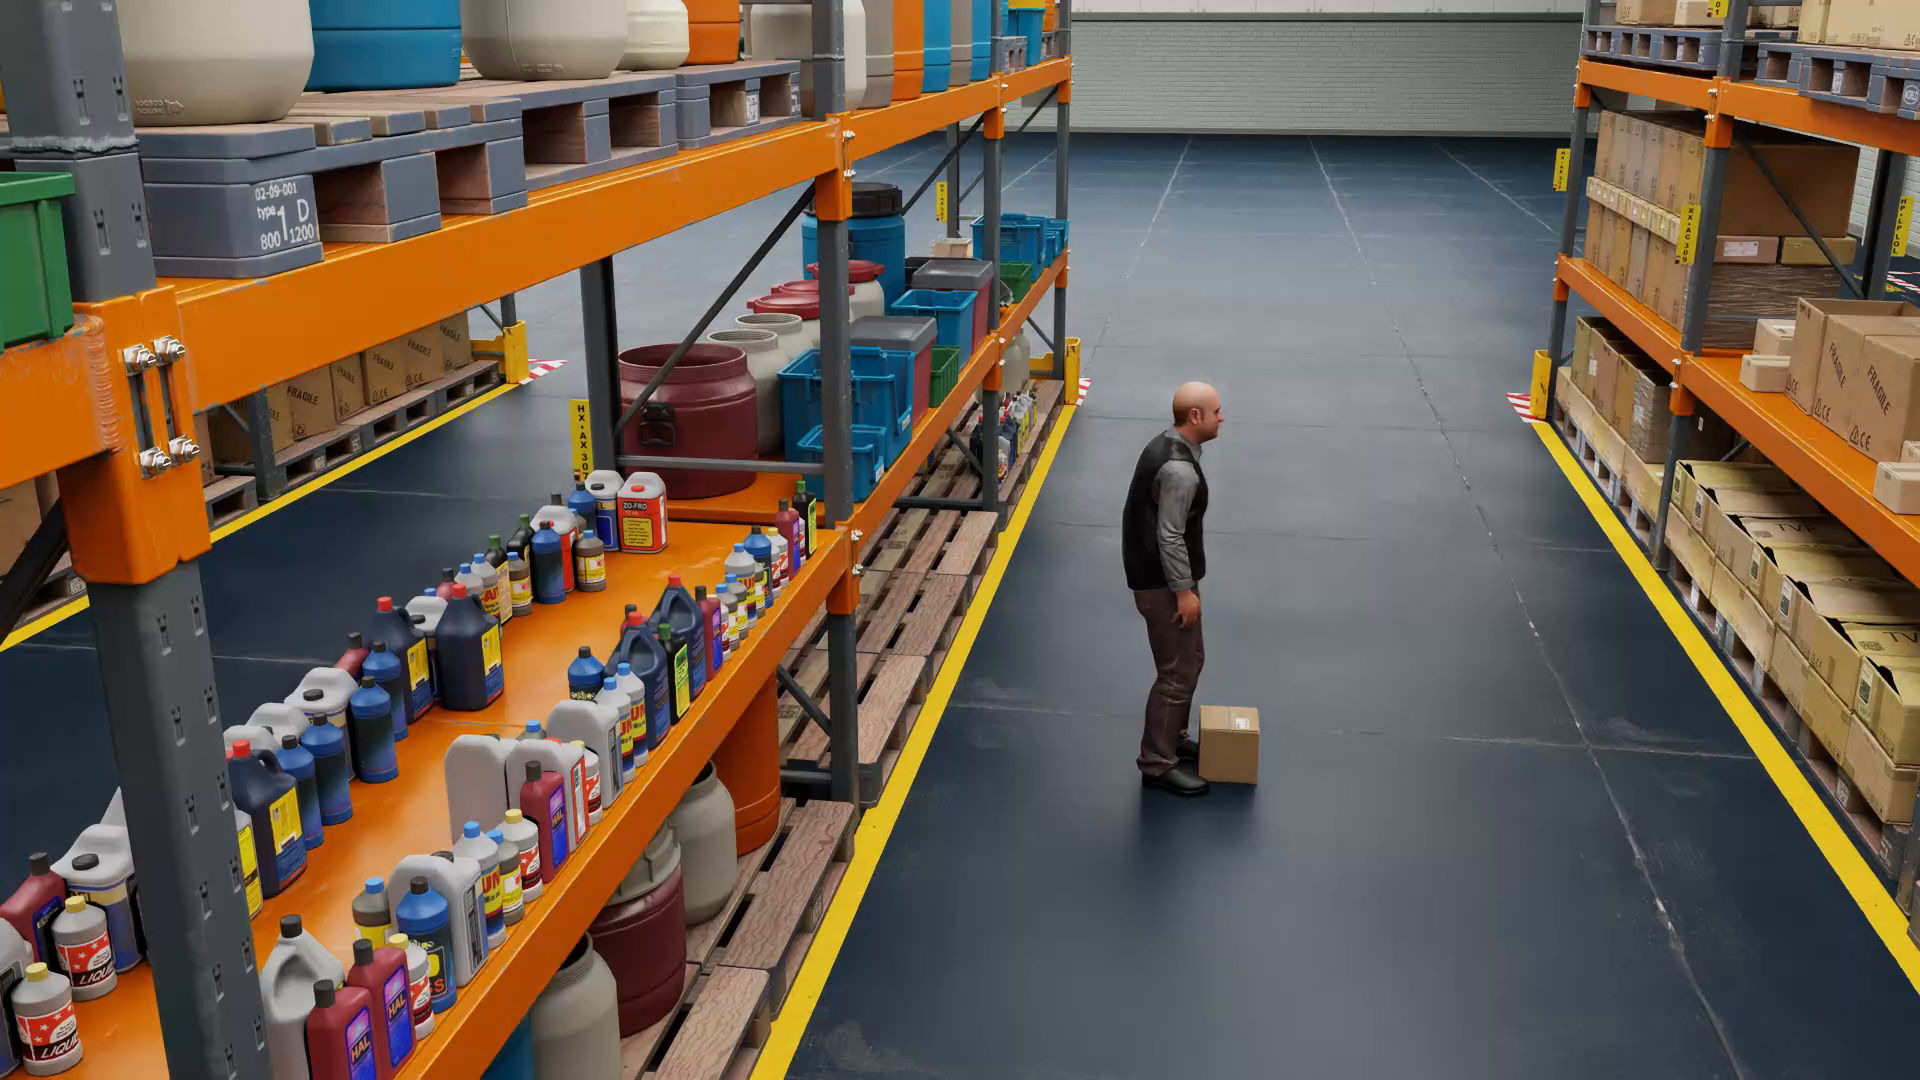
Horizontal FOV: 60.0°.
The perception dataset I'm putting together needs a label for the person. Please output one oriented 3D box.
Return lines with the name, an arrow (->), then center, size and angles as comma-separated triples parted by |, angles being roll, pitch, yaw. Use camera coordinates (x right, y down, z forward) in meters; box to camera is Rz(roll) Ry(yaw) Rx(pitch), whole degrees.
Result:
person -> 0.918, 0.177, 7.062 | 0.468, 1.722, 0.594 | 2, 18, 6
